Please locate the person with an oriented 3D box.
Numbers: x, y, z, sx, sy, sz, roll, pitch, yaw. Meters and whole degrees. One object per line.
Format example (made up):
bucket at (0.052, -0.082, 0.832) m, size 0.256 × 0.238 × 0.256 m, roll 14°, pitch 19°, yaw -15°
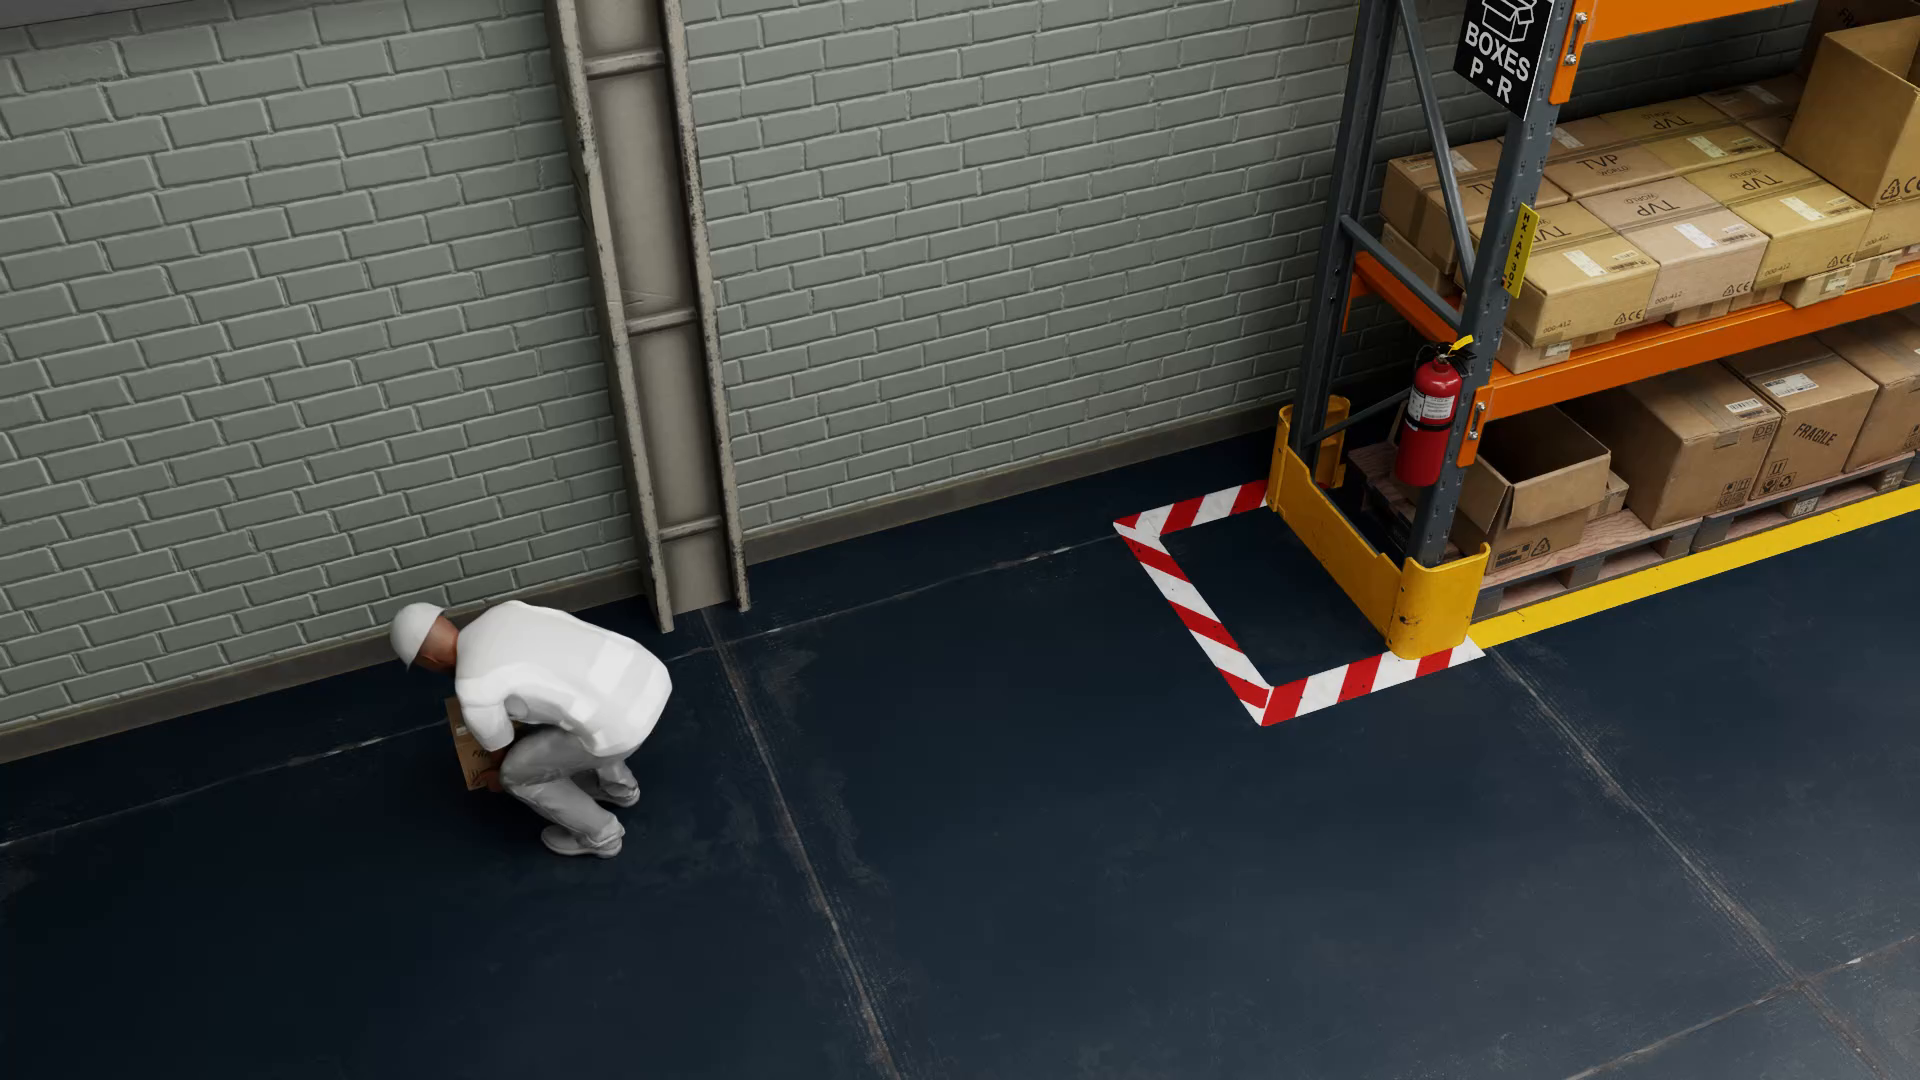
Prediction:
person at (-1.507, 0.661, 5.967) m, size 0.950 × 1.009 × 0.526 m, roll 9°, pitch 42°, yaw 10°
